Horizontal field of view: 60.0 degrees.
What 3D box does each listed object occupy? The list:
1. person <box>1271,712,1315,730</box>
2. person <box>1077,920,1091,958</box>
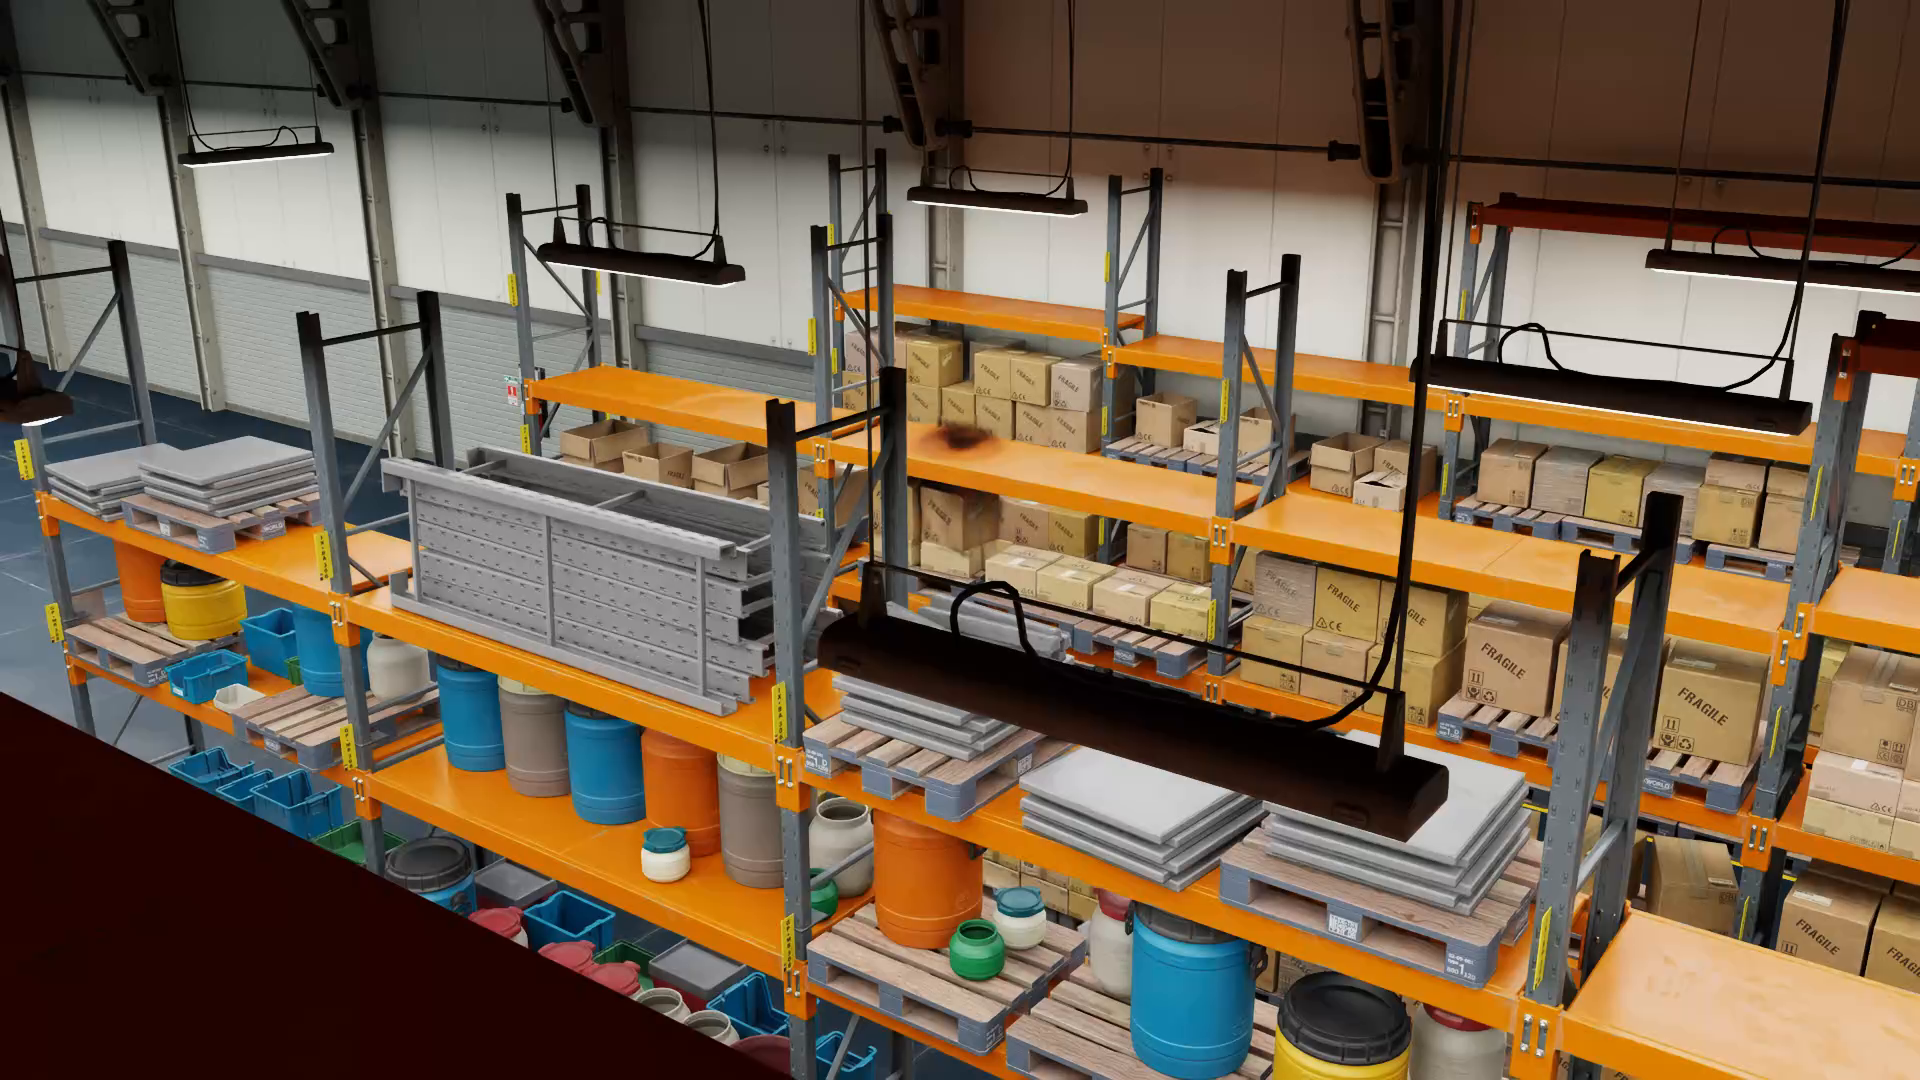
[{"bbox_3d":[3.410,1.877,16.902,0.982,1.702,0.718,14,23,36],"label":"person"},{"bbox_3d":[0.917,3.523,11.947,0.804,1.739,0.540,15,24,38],"label":"person"}]
